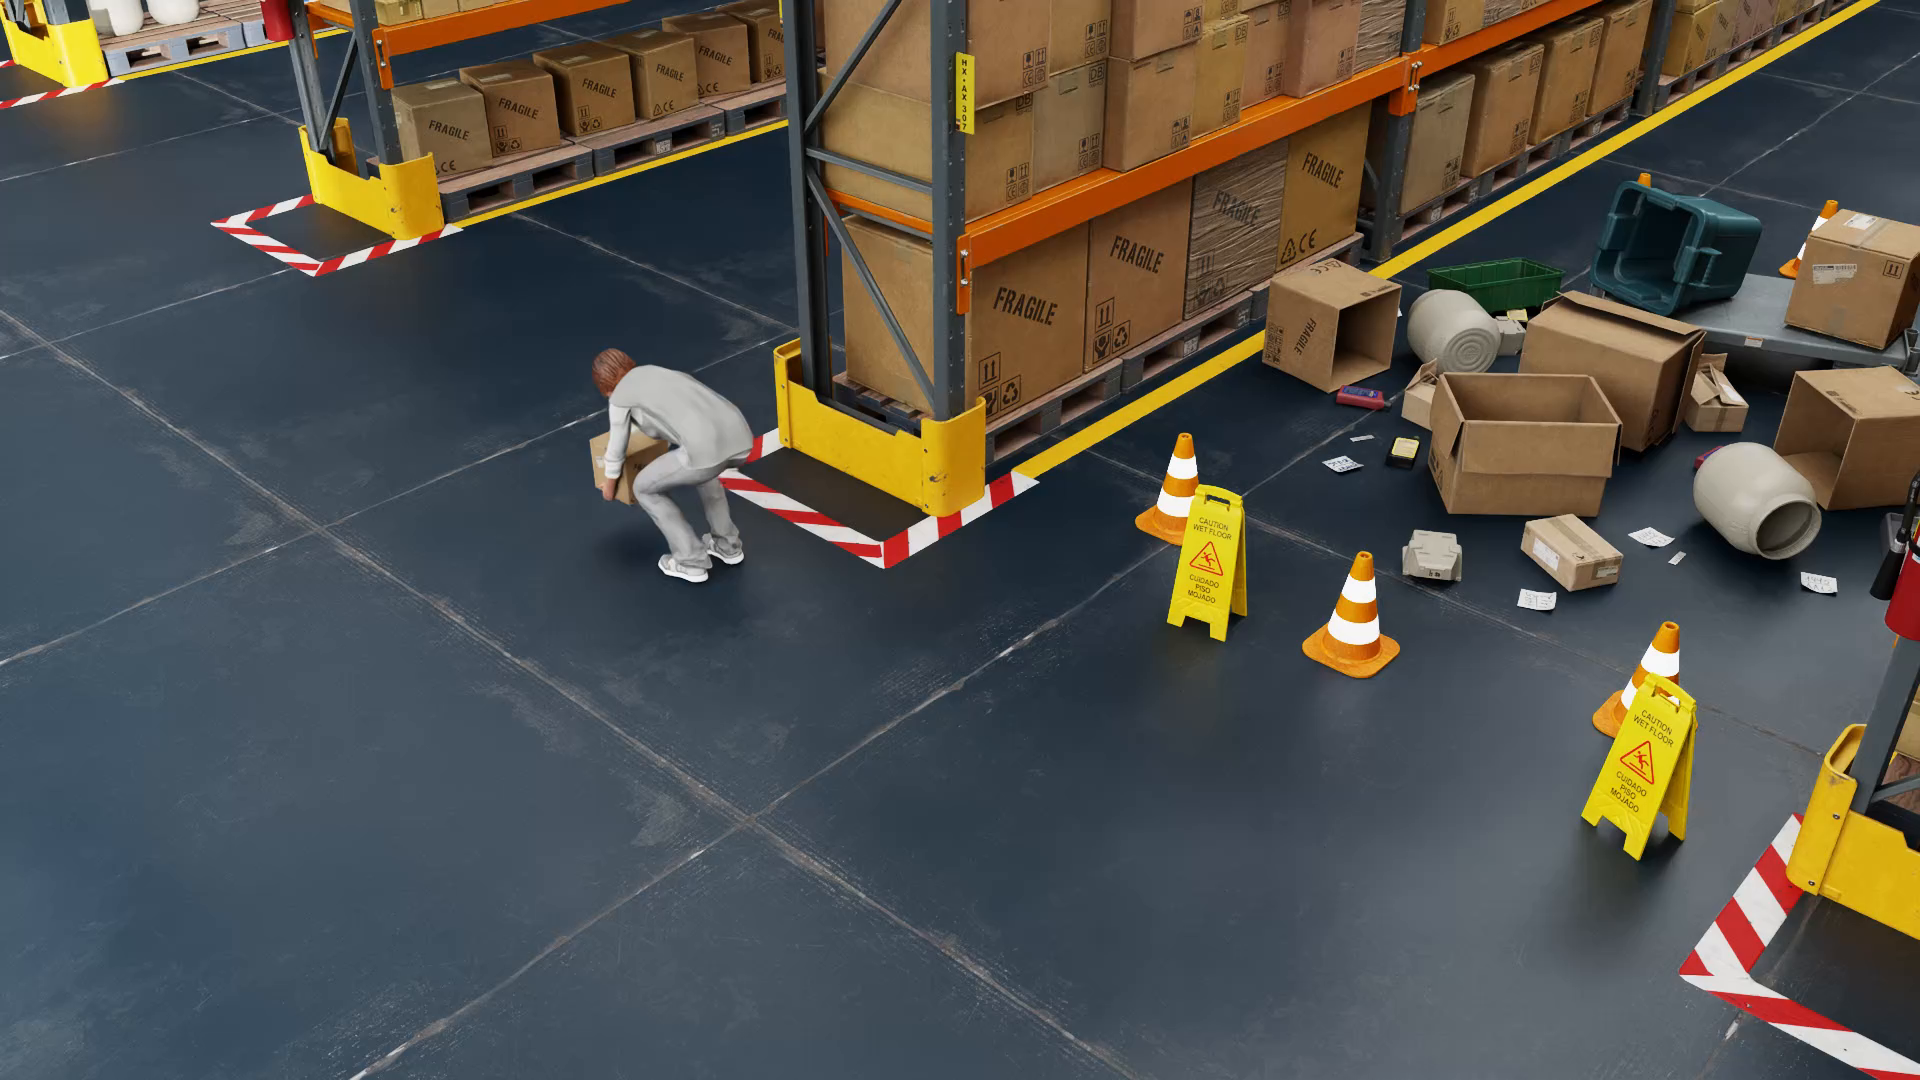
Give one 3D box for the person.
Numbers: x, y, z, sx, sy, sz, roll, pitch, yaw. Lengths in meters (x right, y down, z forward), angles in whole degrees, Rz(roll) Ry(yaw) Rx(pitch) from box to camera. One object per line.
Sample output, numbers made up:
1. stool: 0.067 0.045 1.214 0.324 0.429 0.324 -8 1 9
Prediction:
1. person: -1.285 -0.415 7.289 0.846 1.100 0.406 24 39 33
